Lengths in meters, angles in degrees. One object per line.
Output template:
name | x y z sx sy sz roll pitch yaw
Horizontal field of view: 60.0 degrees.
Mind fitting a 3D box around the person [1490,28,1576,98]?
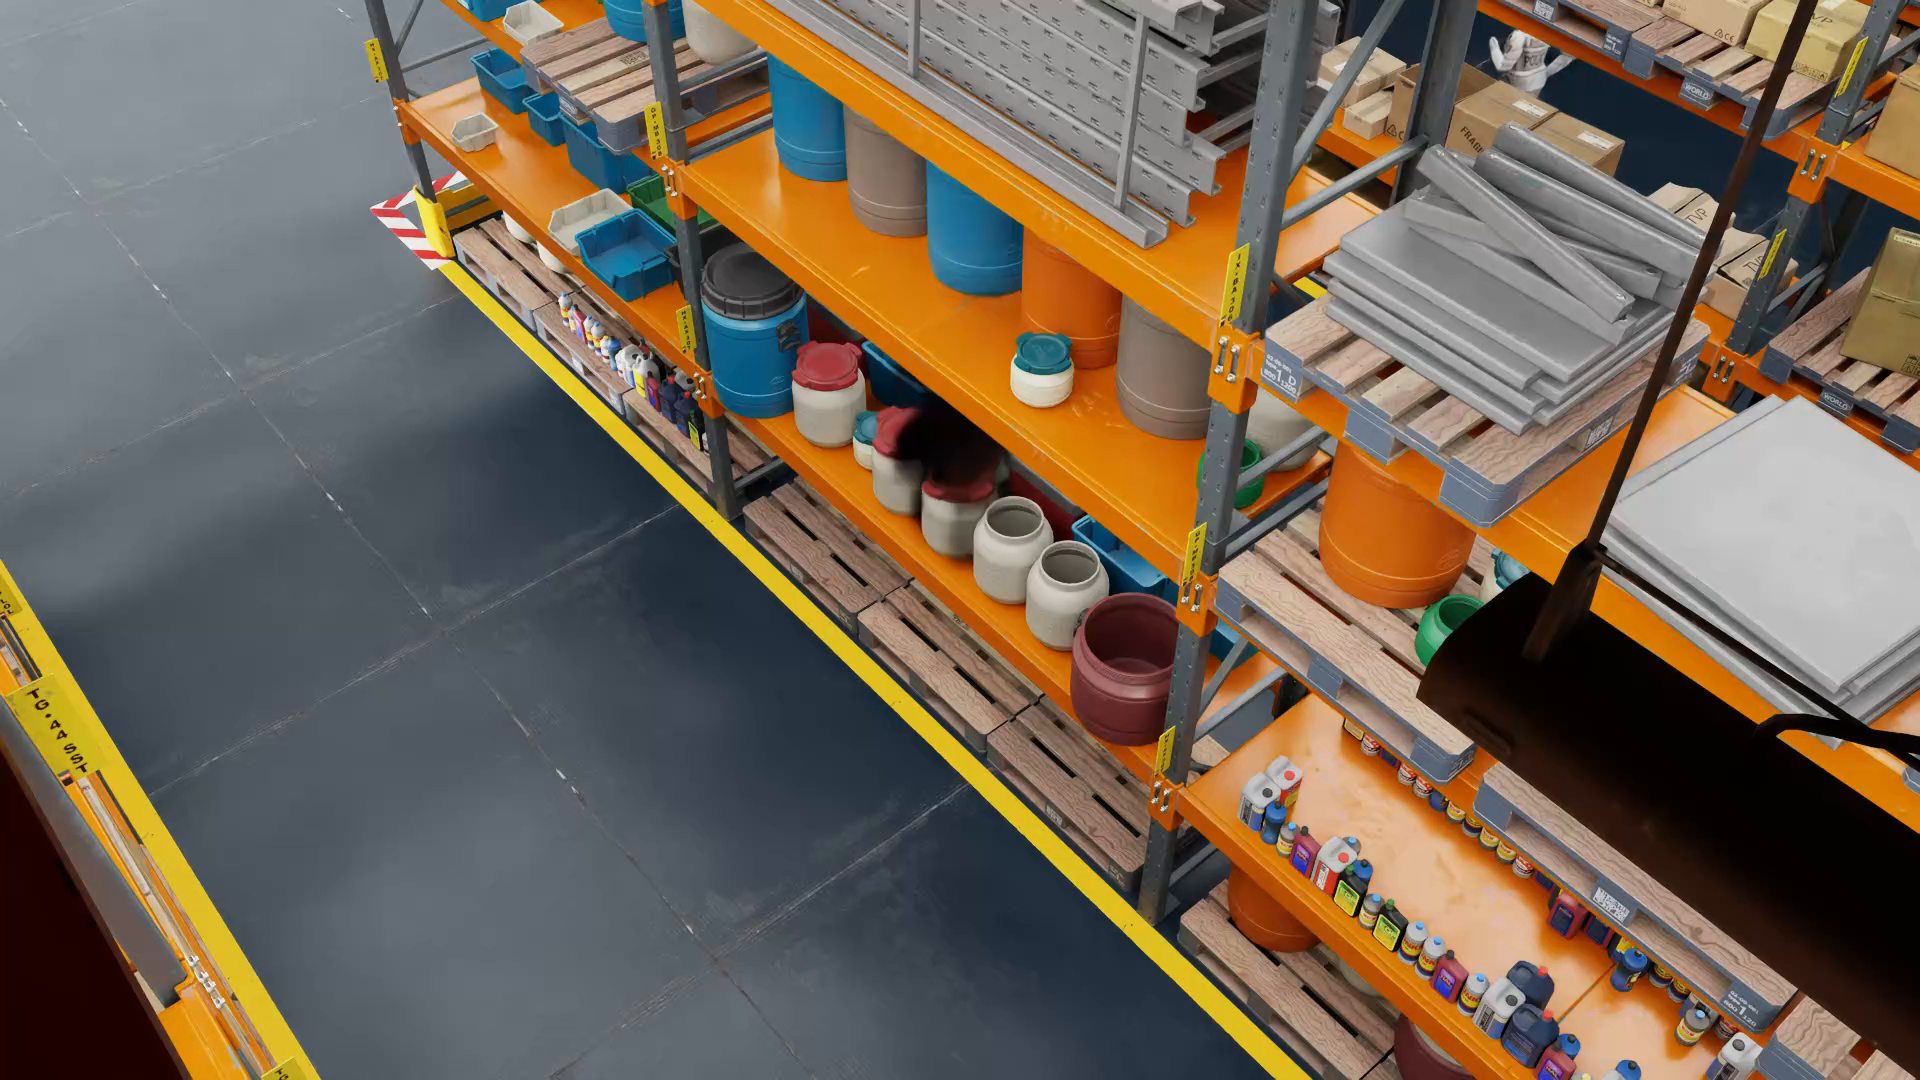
person | 4.446 -3.590 13.129 0.569 1.597 0.733 -30 53 -25
